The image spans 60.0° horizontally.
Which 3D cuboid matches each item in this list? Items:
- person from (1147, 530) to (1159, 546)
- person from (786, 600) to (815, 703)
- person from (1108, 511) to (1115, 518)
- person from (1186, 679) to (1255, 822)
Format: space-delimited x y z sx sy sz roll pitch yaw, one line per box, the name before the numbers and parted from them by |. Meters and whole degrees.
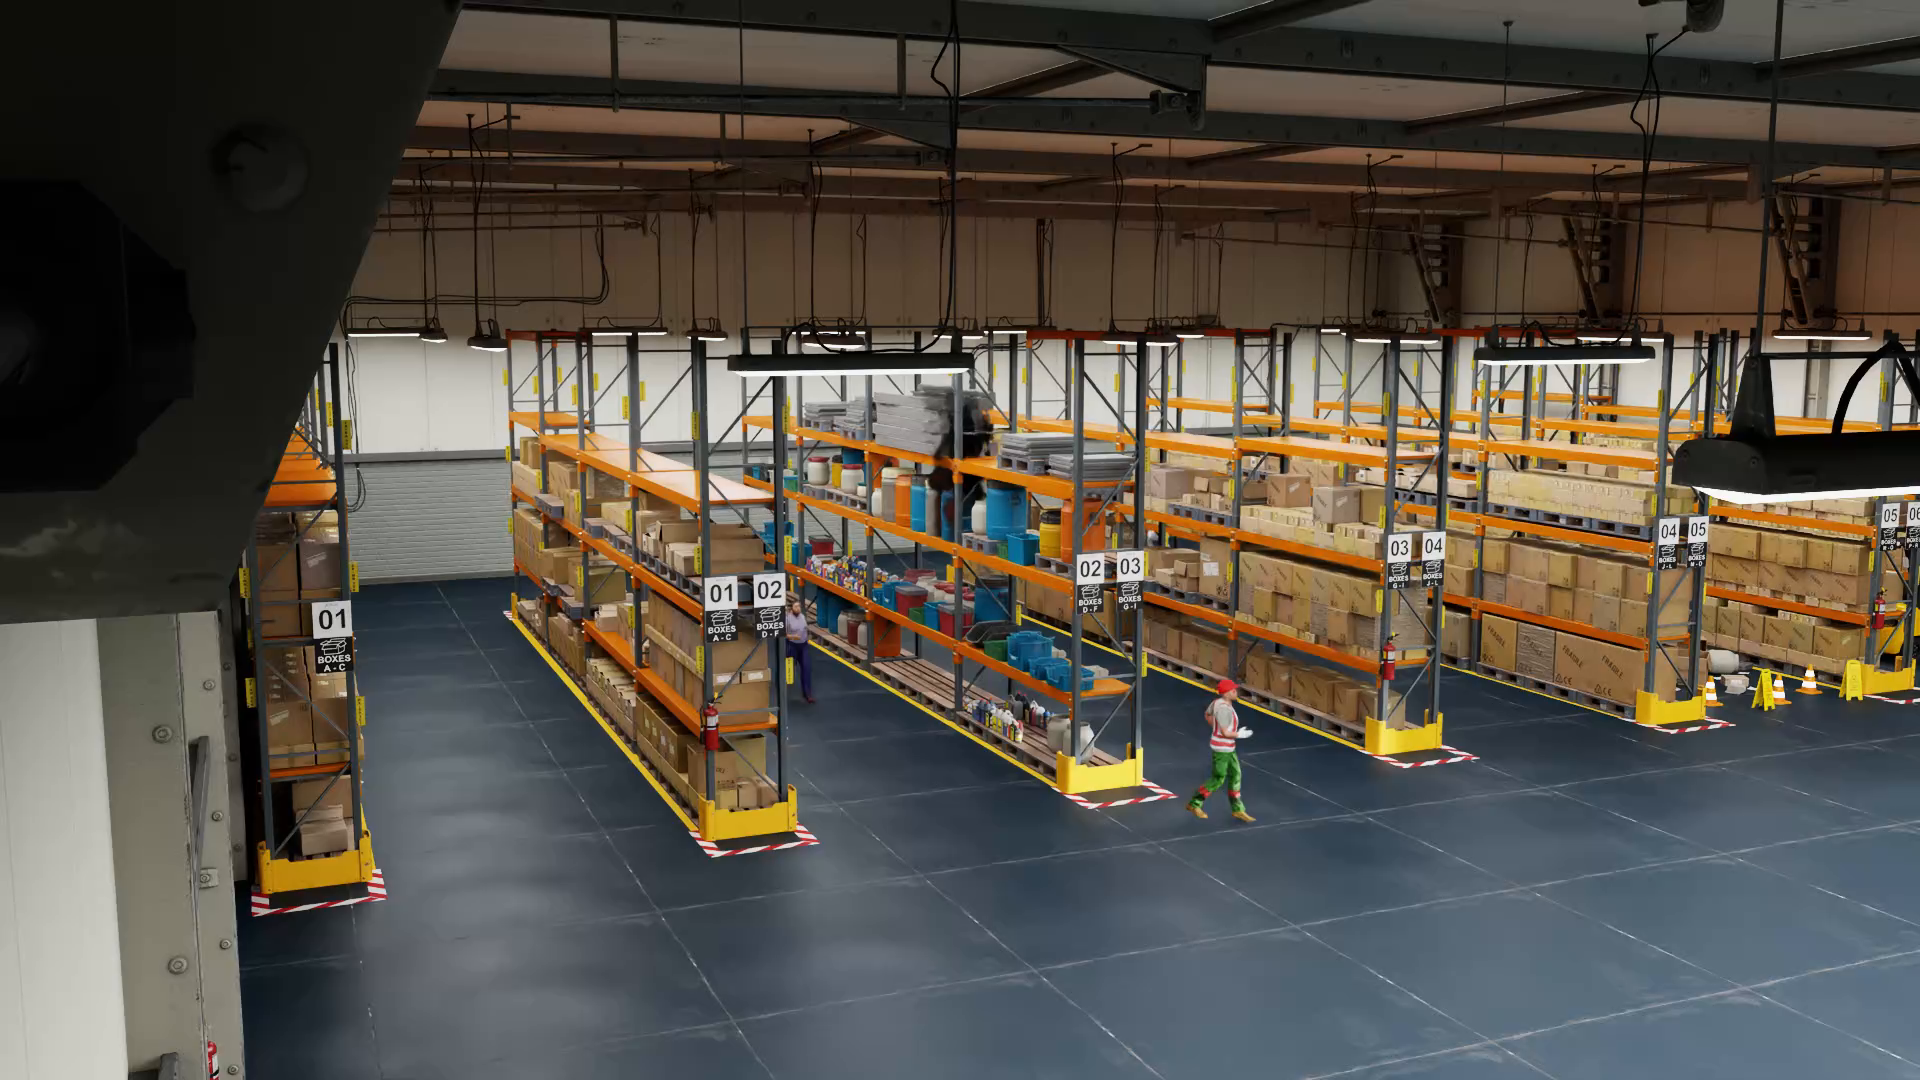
person | 4.926 -0.269 42.036 1.006 1.736 0.752 5 9 31
person | -2.697 1.801 27.291 0.606 1.648 0.924 -6 10 -35
person | 3.740 -0.049 40.814 0.660 1.715 0.647 6 10 37
person | 3.264 2.627 20.727 0.864 1.821 0.680 1 8 9
